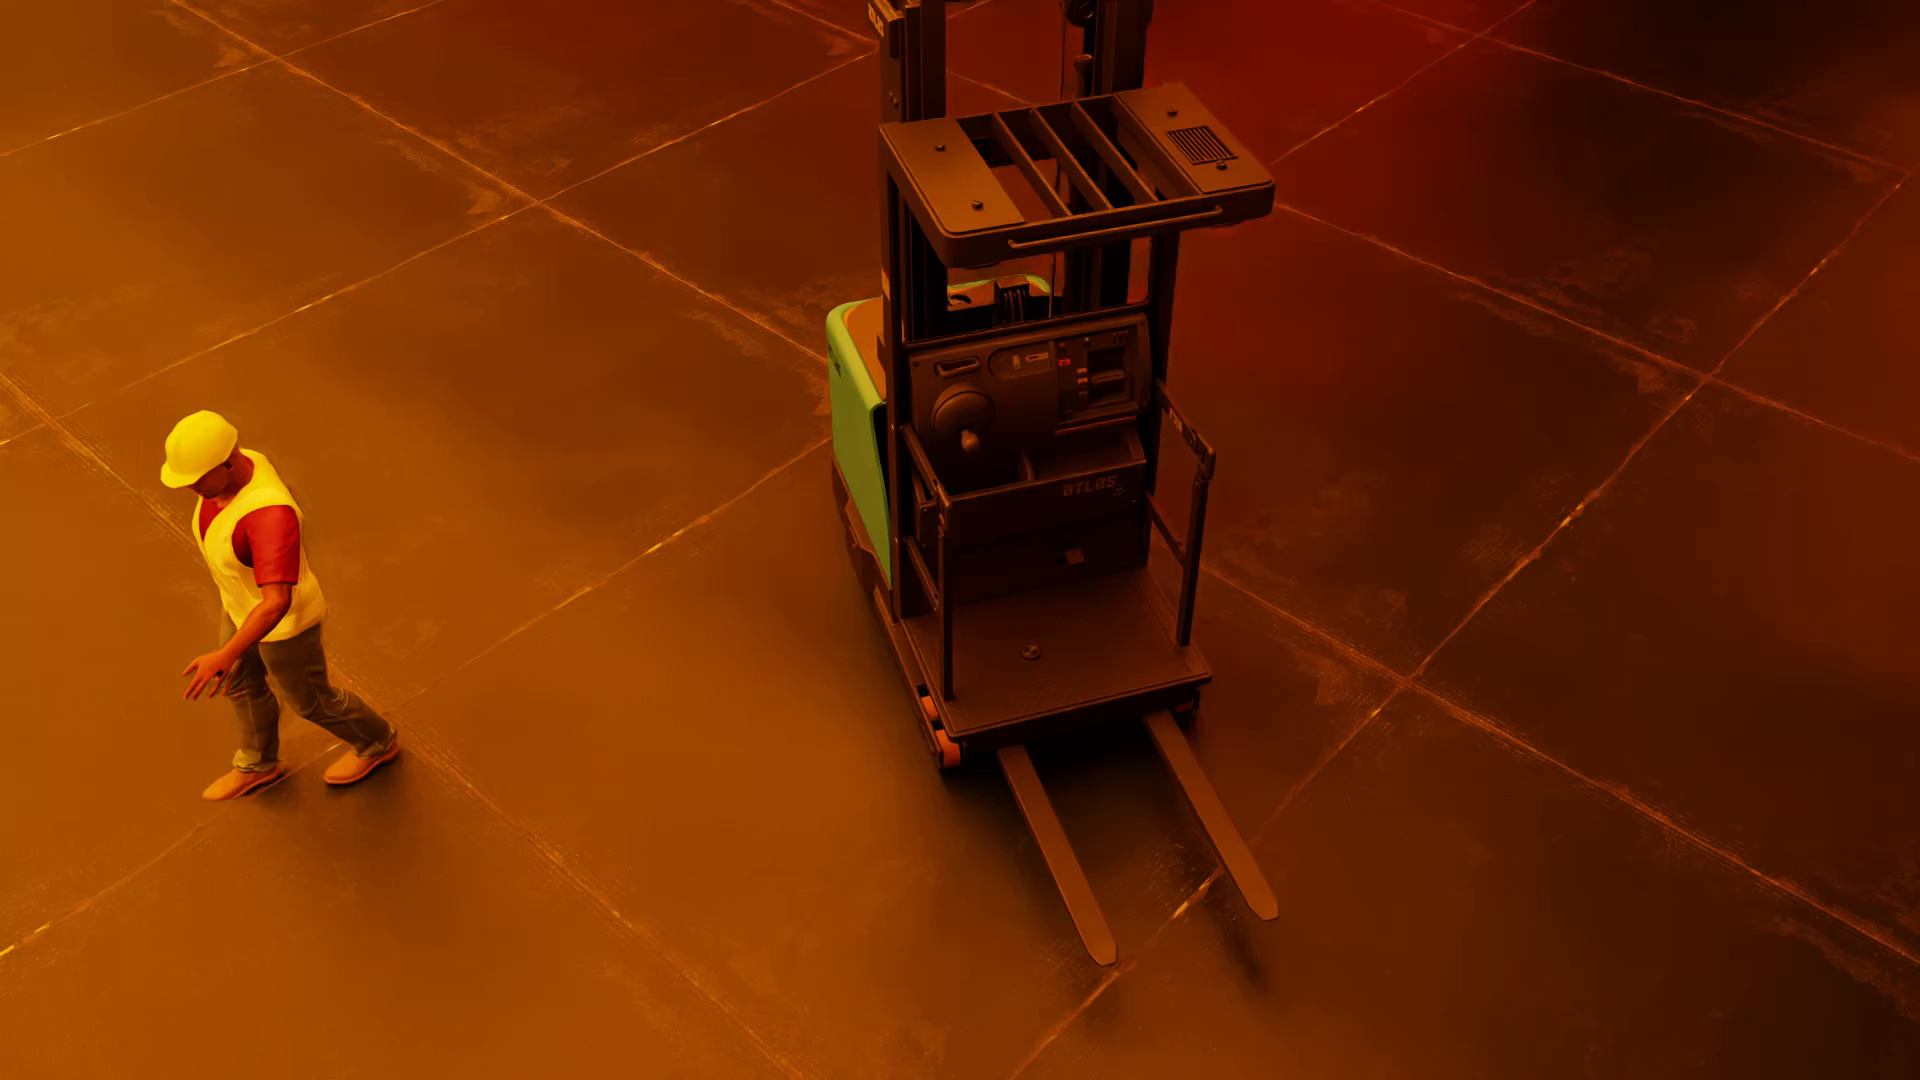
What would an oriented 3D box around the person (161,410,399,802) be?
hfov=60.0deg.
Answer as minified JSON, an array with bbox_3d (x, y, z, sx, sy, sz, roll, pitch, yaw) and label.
[{"bbox_3d":[-2.614,0.264,6.053,0.734,1.755,1.025,-27,47,-28],"label":"person"}]

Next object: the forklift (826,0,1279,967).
[{"bbox_3d":[0.336,-0.499,6.009,1.130,2.935,3.031,-12,42,-13],"label":"forklift"}]
